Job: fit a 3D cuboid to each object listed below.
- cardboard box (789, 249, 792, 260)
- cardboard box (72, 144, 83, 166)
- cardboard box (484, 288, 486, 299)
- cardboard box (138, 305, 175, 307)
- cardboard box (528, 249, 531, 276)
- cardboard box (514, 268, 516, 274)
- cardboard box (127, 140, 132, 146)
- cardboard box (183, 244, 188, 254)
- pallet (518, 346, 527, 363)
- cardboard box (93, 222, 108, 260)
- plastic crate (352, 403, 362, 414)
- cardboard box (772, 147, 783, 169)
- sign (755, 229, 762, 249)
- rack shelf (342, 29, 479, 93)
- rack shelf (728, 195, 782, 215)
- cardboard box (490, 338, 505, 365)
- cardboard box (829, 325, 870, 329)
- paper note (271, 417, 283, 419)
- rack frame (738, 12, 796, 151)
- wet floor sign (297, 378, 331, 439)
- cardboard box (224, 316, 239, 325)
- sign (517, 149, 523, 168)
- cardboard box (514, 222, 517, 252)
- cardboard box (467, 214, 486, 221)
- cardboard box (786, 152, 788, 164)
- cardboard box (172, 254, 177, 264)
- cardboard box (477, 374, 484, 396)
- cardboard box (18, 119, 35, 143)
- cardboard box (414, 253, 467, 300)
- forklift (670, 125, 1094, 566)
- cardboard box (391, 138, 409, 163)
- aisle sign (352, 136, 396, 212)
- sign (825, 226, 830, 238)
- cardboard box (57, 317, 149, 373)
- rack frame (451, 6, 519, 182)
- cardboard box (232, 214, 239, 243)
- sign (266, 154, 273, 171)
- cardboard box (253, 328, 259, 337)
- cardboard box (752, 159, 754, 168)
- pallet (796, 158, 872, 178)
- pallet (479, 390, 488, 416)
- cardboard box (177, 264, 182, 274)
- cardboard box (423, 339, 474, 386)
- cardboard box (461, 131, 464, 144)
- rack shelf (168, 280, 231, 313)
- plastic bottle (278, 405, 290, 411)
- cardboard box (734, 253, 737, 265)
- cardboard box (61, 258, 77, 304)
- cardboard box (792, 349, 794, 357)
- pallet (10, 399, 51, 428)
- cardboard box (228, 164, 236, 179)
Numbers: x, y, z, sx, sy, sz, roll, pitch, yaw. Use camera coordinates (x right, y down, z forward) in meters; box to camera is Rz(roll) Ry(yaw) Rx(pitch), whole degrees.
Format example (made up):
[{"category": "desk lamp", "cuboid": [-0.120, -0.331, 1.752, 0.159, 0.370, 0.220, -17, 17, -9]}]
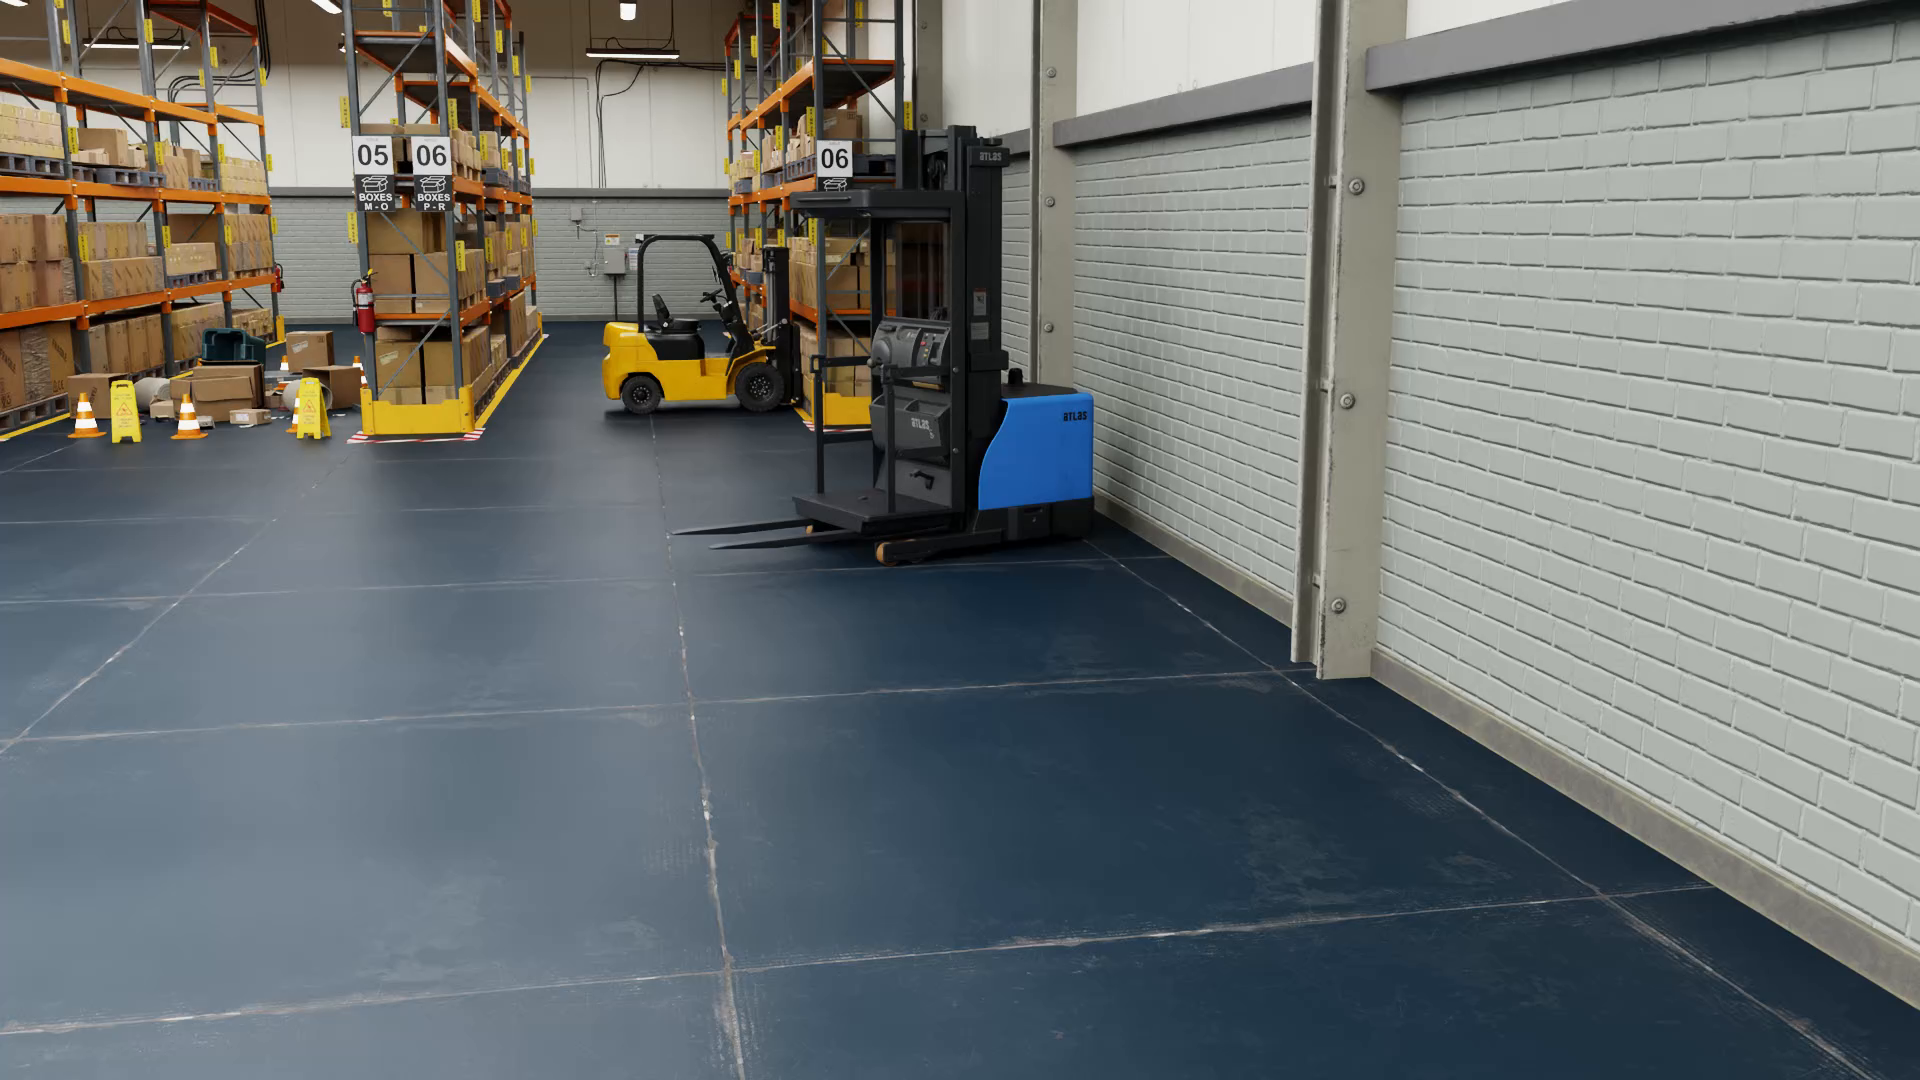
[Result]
[{"category": "cardboard box", "cuboid": [-2.110, -3.879, 22.554, 0.380, 0.149, 0.250, -2, 11, -12]}, {"category": "cardboard box", "cuboid": [-12.273, -5.292, 22.803, 0.500, 0.311, 0.500, -2, 11, -12]}, {"category": "cardboard box", "cuboid": [-6.420, -3.227, 21.801, 0.380, 0.149, 0.250, -2, 11, -12]}, {"category": "cardboard box", "cuboid": [-13.088, -3.677, 27.052, 0.500, 0.250, 0.500, -2, 11, -9]}, {"category": "cardboard box", "cuboid": [-8.457, -5.289, 31.694, 0.500, 0.500, 0.500, -2, 11, -9]}, {"category": "cardboard box", "cuboid": [-7.721, -4.438, 27.890, 0.500, 0.250, 0.500, -2, 11, -11]}, {"category": "cardboard box", "cuboid": [-12.844, -5.991, 25.311, 0.396, 0.266, 0.258, -2, 11, -11]}, {"category": "cardboard box", "cuboid": [-12.553, -4.641, 26.518, 0.380, 0.149, 0.250, -2, 11, -9]}, {"category": "pallet", "cuboid": [-7.873, -3.133, 28.092, 1.003, 0.211, 1.213, -2, 11, -11]}, {"category": "cardboard box", "cuboid": [-11.920, -4.018, 22.343, 0.700, 0.500, 0.500, -2, 11, -11]}, {"category": "plastic crate", "cuboid": [-7.281, -1.646, 20.633, 0.402, 0.080, 0.583, -6, 13, -31]}, {"category": "cardboard box", "cuboid": [-2.443, -5.530, 24.051, 0.500, 0.311, 0.500, -3, 11, -13]}, {"category": "sign", "cuboid": [-3.222, -4.822, 26.622, 0.100, 0.325, 0.005, -2, 11, -11]}, {"category": "rack shelf", "cuboid": [-6.393, -5.624, 19.609, 1.077, 0.370, 4.000, -2, 11, -11]}, {"category": "rack shelf", "cuboid": [-3.859, -6.534, 32.404, 1.077, 0.370, 4.000, -2, 11, -11]}, {"category": "cardboard box", "cuboid": [-7.308, -2.808, 24.834, 0.950, 0.372, 0.625, -2, 11, -12]}, {"category": "cardboard box", "cuboid": [-1.430, -2.658, 21.693, 0.500, 0.250, 0.500, -2, 11, -11]}, {"category": "paper note", "cuboid": [-8.158, -1.463, 19.831, 0.148, 0.019, 0.142, 2, 11, 9]}, {"category": "rack frame", "cuboid": [-3.470, -7.994, 30.129, 1.000, 3.000, 0.127, -2, 11, -11]}, {"category": "wet floor sign", "cuboid": [-7.017, -1.435, 18.008, 0.267, 0.644, 0.232, 2, 11, 9]}, {"category": "cardboard box", "cuboid": [-13.033, -3.889, 29.515, 0.380, 0.149, 0.250, -2, 11, -8]}, {"category": "sign", "cuboid": [-7.808, -6.769, 29.493, 0.100, 0.325, 0.005, -2, 11, -11]}, {"category": "cardboard box", "cuboid": [-7.817, -5.145, 28.263, 0.500, 0.500, 0.500, -2, 11, -9]}, {"category": "cardboard box", "cuboid": [-8.710, -5.770, 29.811, 0.380, 0.149, 0.250, -2, 11, -12]}, {"category": "cardboard box", "cuboid": [-2.124, -5.092, 22.185, 0.380, 0.149, 0.250, -2, 11, -10]}, {"category": "cardboard box", "cuboid": [-12.403, -4.357, 25.819, 0.380, 0.149, 0.250, -2, 11, -13]}, {"category": "cardboard box", "cuboid": [-6.100, -1.872, 20.240, 0.500, 0.250, 0.500, -1, 11, -7]}, {"category": "cardboard box", "cuboid": [-11.077, -4.736, 19.249, 0.500, 0.250, 0.500, -2, 11, -12]}, {"category": "cardboard box", "cuboid": [-5.824, -2.957, 18.647, 0.500, 0.500, 0.500, -2, 11, -12]}, {"category": "forklift", "cuboid": [-0.523, -1.375, 11.582, 3.031, 2.935, 1.130, -7, 13, -33]}, {"category": "cardboard box", "cuboid": [-6.368, -4.295, 18.322, 0.500, 0.250, 0.500, -2, 11, -12]}, {"category": "aisle sign", "cuboid": [-6.276, -3.920, 17.817, 0.394, 0.787, 0.004, -2, 11, -11]}, {"category": "sign", "cuboid": [-2.148, -4.903, 26.837, 0.100, 0.325, 0.005, -2, 11, -11]}, {"category": "cardboard box", "cuboid": [-12.192, -2.759, 23.566, 1.050, 0.750, 0.750, -2, 11, -10]}, {"category": "rack frame", "cuboid": [-8.338, -7.813, 29.177, 1.000, 3.000, 0.127, -2, 11, -11]}, {"category": "cardboard box", "cuboid": [-13.138, -5.540, 29.542, 0.500, 0.500, 0.500, -2, 11, -13]}, {"category": "sign", "cuboid": [-13.403, -7.326, 32.273, 0.100, 0.325, 0.005, -2, 11, -11]}, {"category": "cardboard box", "cuboid": [-13.323, -3.882, 31.073, 0.380, 0.149, 0.250, -2, 11, -10]}, {"category": "cardboard box", "cuboid": [-3.301, -6.345, 28.029, 0.380, 0.149, 0.250, -2, 11, -11]}, {"category": "pallet", "cuboid": [-1.489, -4.631, 20.719, 1.003, 0.211, 1.213, -2, 11, -11]}, {"category": "pallet", "cuboid": [-6.376, -1.683, 20.472, 1.003, 0.211, 1.213, -2, 11, -11]}, {"category": "cardboard box", "cuboid": [-12.444, -4.254, 26.073, 0.380, 0.149, 0.250, -2, 11, -8]}, {"category": "cardboard box", "cuboid": [-5.895, -2.051, 19.176, 0.500, 0.500, 0.500, -3, 11, -13]}, {"category": "cardboard box", "cuboid": [-6.014, -4.715, 19.461, 0.380, 0.149, 0.250, -2, 11, -9]}, {"category": "rack shelf", "cuboid": [-12.785, -3.947, 26.835, 1.077, 0.370, 4.000, -2, 11, -11]}, {"category": "plastic bottle", "cuboid": [-8.371, -1.650, 20.702, 0.133, 0.061, 0.283, 0, 11, -1]}, {"category": "cardboard box", "cuboid": [-4.224, -5.575, 33.069, 0.500, 0.250, 0.500, -2, 11, -12]}, {"category": "cardboard box", "cuboid": [-11.534, -3.206, 20.619, 0.875, 0.550, 0.550, -2, 11, -11]}, {"category": "cardboard box", "cuboid": [-1.936, -2.396, 21.656, 0.500, 0.250, 0.500, -2, 11, -11]}, {"category": "pallet", "cuboid": [-11.306, -1.464, 19.321, 1.003, 0.211, 1.213, -2, 11, -11]}, {"category": "cardboard box", "cuboid": [-13.124, -6.501, 29.373, 0.500, 0.250, 0.500, -2, 11, -11]}]
